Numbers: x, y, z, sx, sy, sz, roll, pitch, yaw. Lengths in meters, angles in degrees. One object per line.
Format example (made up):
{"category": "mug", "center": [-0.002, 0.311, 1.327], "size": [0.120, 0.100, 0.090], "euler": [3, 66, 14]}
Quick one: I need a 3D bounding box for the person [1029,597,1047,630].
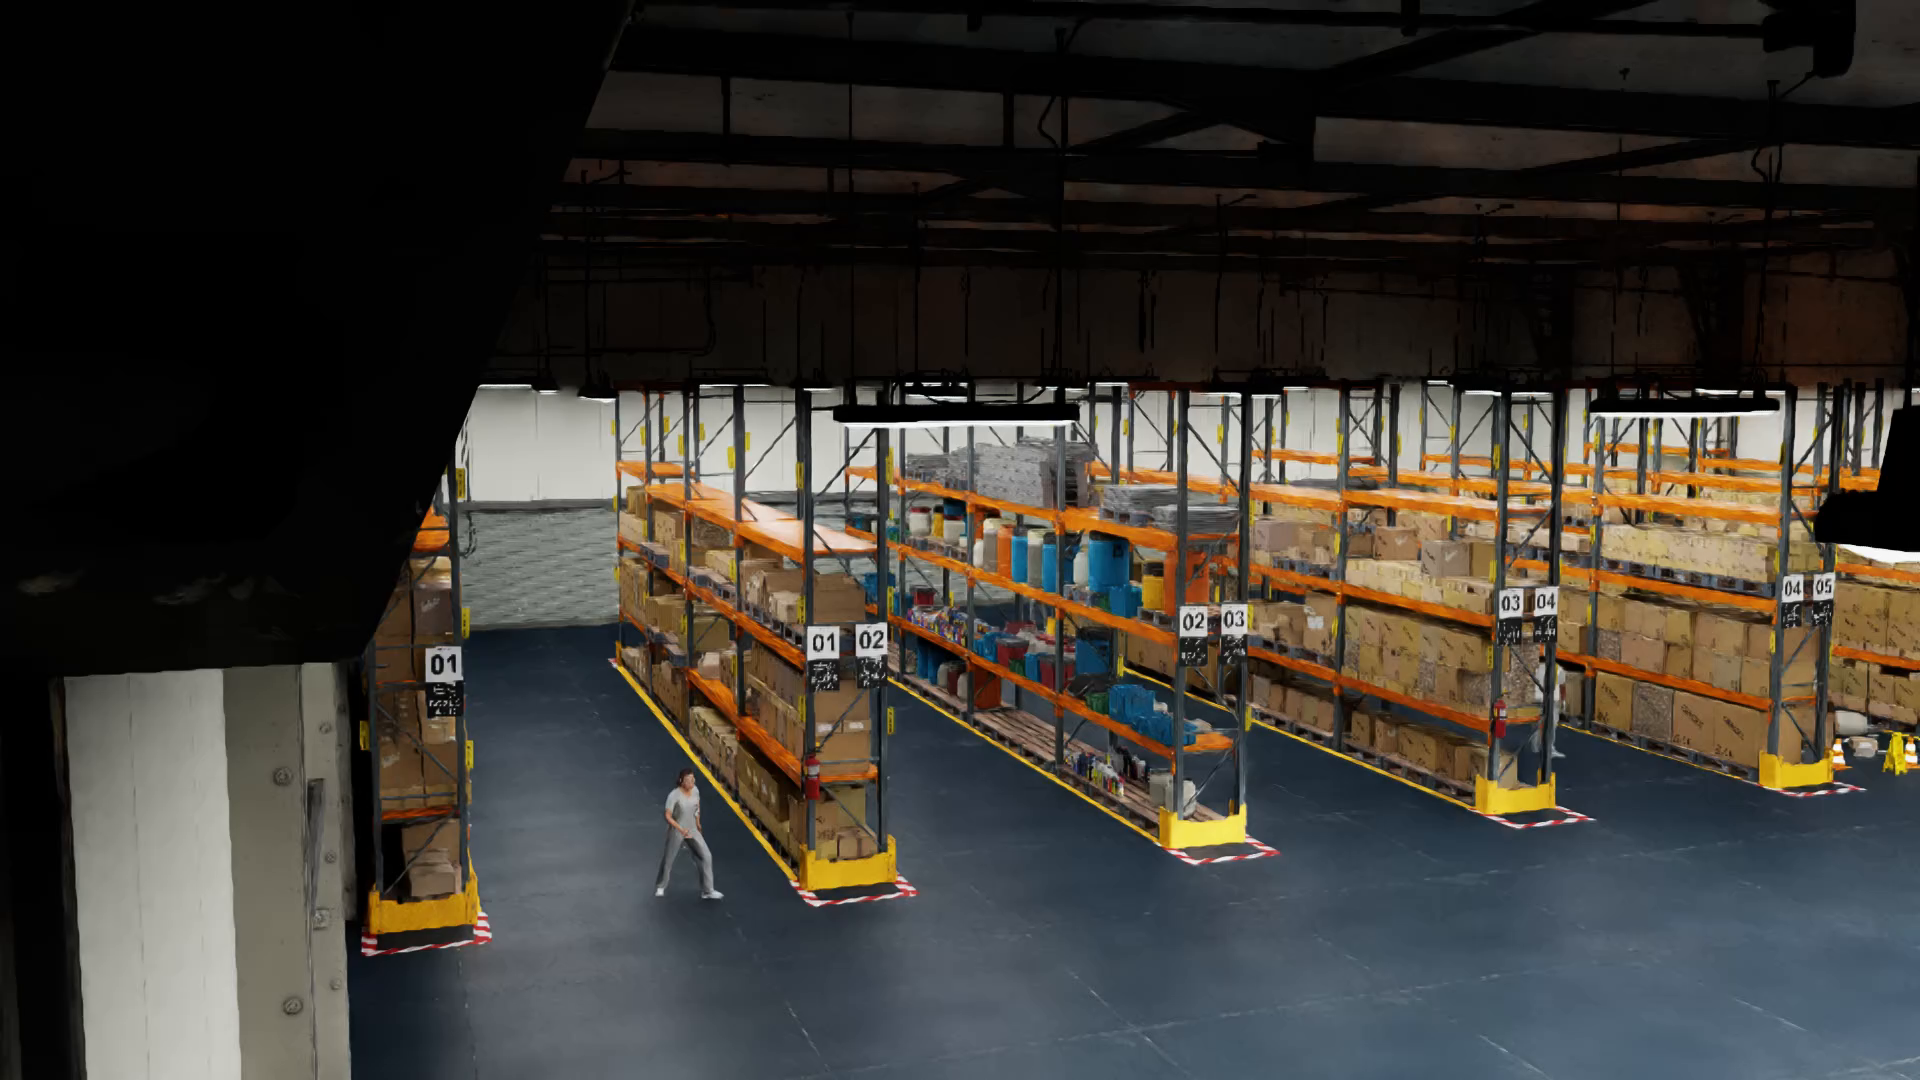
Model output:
{"category": "person", "center": [1.832, 1.381, 39.405], "size": [0.526, 1.550, 0.642], "euler": [4, 7, 32]}

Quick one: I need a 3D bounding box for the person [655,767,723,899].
{"category": "person", "center": [-3.268, 3.444, 19.690], "size": [0.609, 1.601, 0.817], "euler": [-4, 8, -36]}

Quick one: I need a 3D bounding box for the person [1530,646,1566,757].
{"category": "person", "center": [9.509, 2.580, 26.911], "size": [0.637, 1.789, 0.473], "euler": [5, 8, 41]}
